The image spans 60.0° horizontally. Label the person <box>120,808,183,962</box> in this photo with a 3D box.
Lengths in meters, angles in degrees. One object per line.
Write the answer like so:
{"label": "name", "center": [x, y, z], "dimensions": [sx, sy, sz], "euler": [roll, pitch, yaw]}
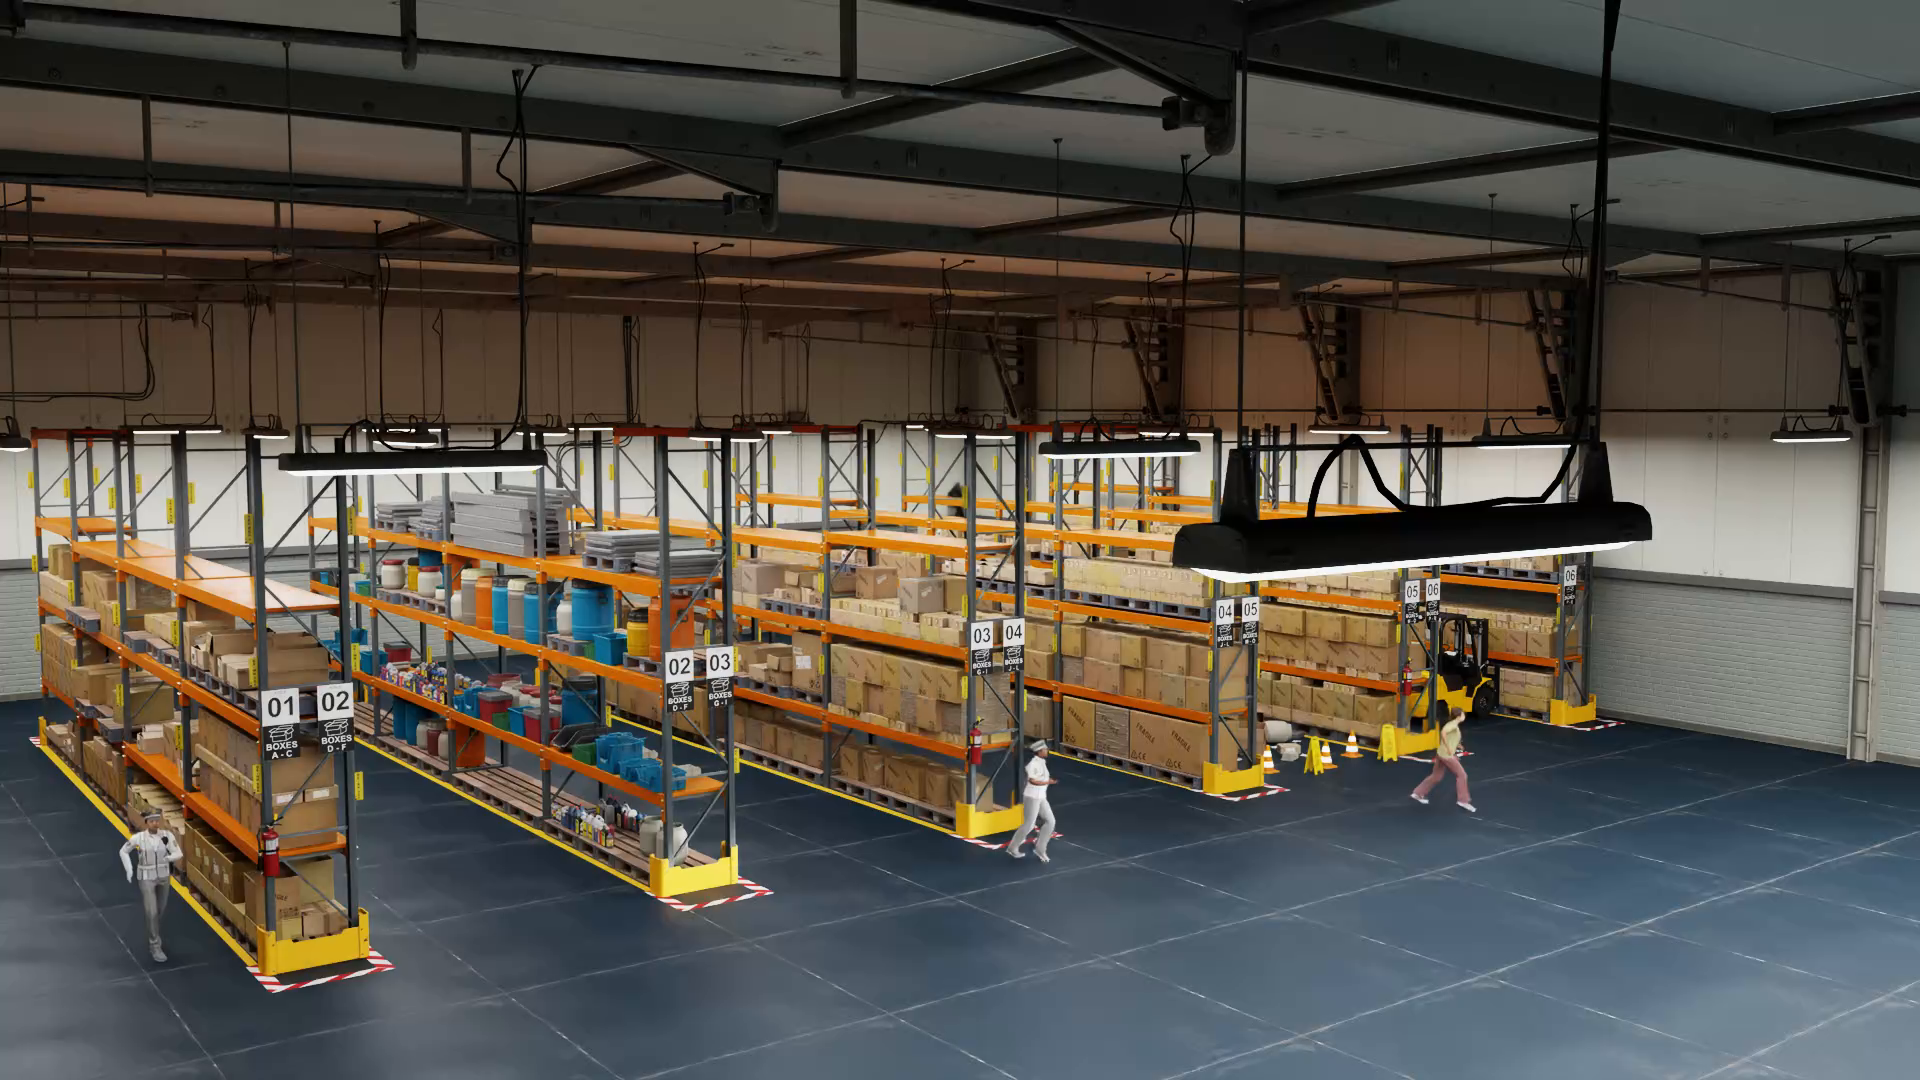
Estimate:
{"label": "person", "center": [-9.354, 3.943, 19.302], "dimensions": [0.598, 1.706, 0.880], "euler": [-4, 6, -42]}

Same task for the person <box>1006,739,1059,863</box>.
{"label": "person", "center": [1.061, 3.670, 23.463], "dimensions": [0.701, 1.717, 0.611], "euler": [2, 5, 20]}

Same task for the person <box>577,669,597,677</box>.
{"label": "person", "center": [-7.368, 2.895, 33.168], "dimensions": [0.518, 1.635, 0.631], "euler": [-3, 5, -35]}

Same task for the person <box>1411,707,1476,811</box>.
{"label": "person", "center": [7.655, 3.449, 26.267], "dimensions": [0.996, 1.648, 0.610], "euler": [1, 5, 9]}
